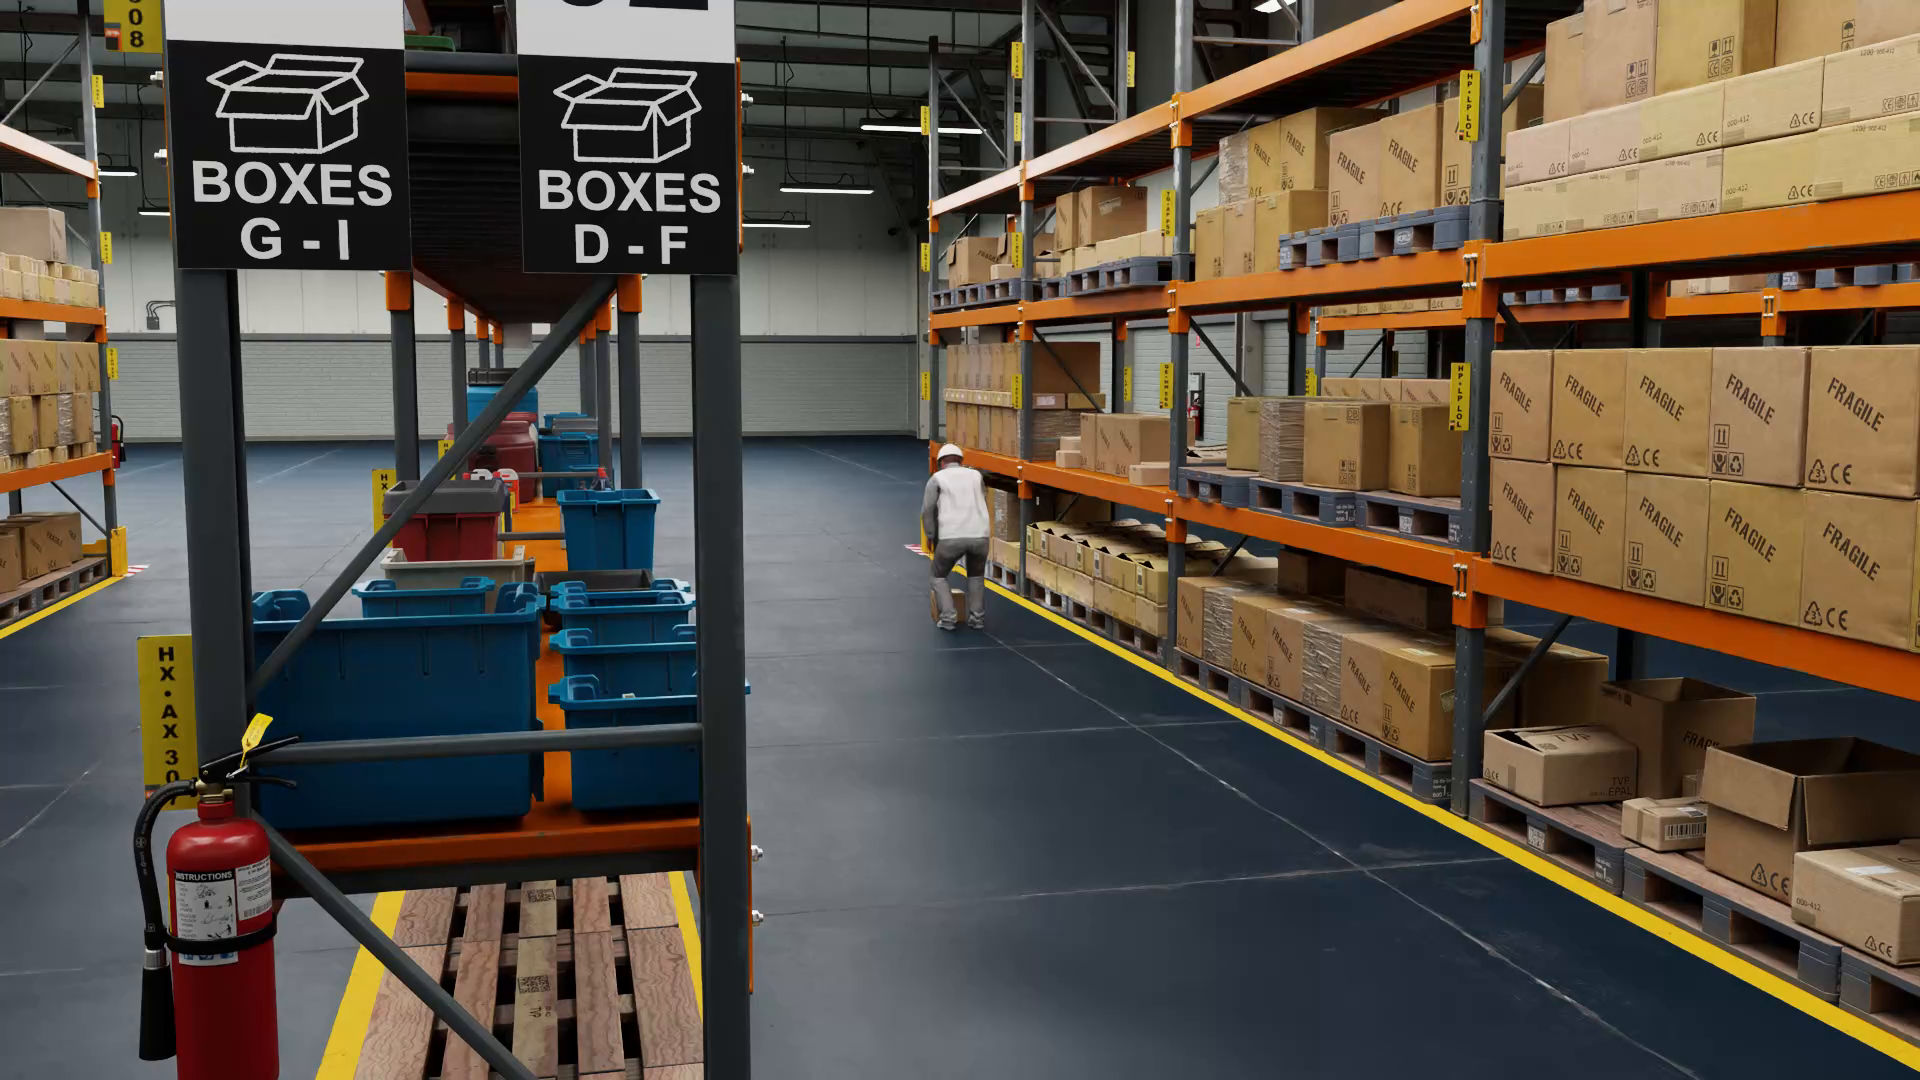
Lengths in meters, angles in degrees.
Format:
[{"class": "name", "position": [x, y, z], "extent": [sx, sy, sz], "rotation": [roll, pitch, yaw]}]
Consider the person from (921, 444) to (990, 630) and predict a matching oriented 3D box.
[{"class": "person", "position": [-0.034, -0.026, 14.118], "extent": [0.588, 1.559, 0.671], "rotation": [-1, 6, -13]}]
